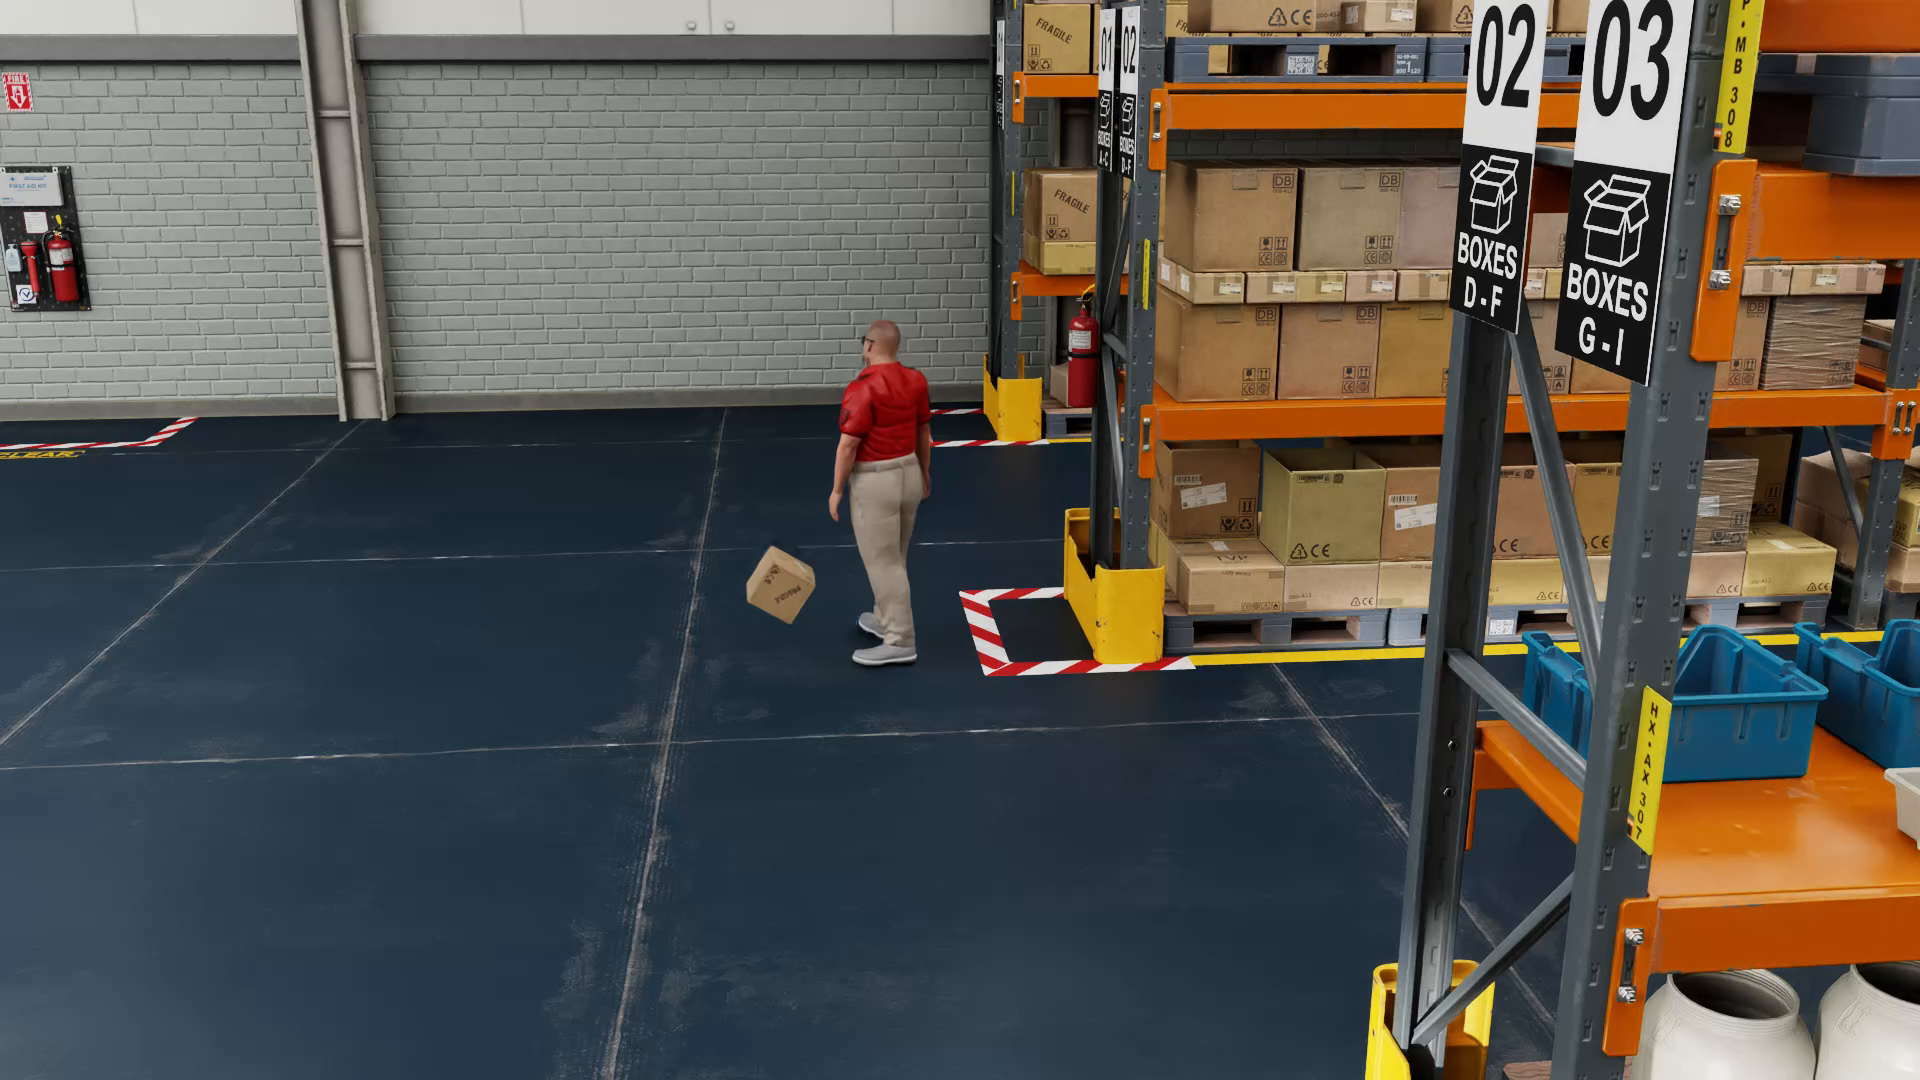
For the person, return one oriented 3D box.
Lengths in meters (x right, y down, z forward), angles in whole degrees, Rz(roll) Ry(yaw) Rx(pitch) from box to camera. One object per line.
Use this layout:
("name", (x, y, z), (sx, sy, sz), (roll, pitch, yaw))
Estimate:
("person", (-0.395, -0.274, 8.462), (0.644, 1.717, 0.664), (14, 22, 39))
